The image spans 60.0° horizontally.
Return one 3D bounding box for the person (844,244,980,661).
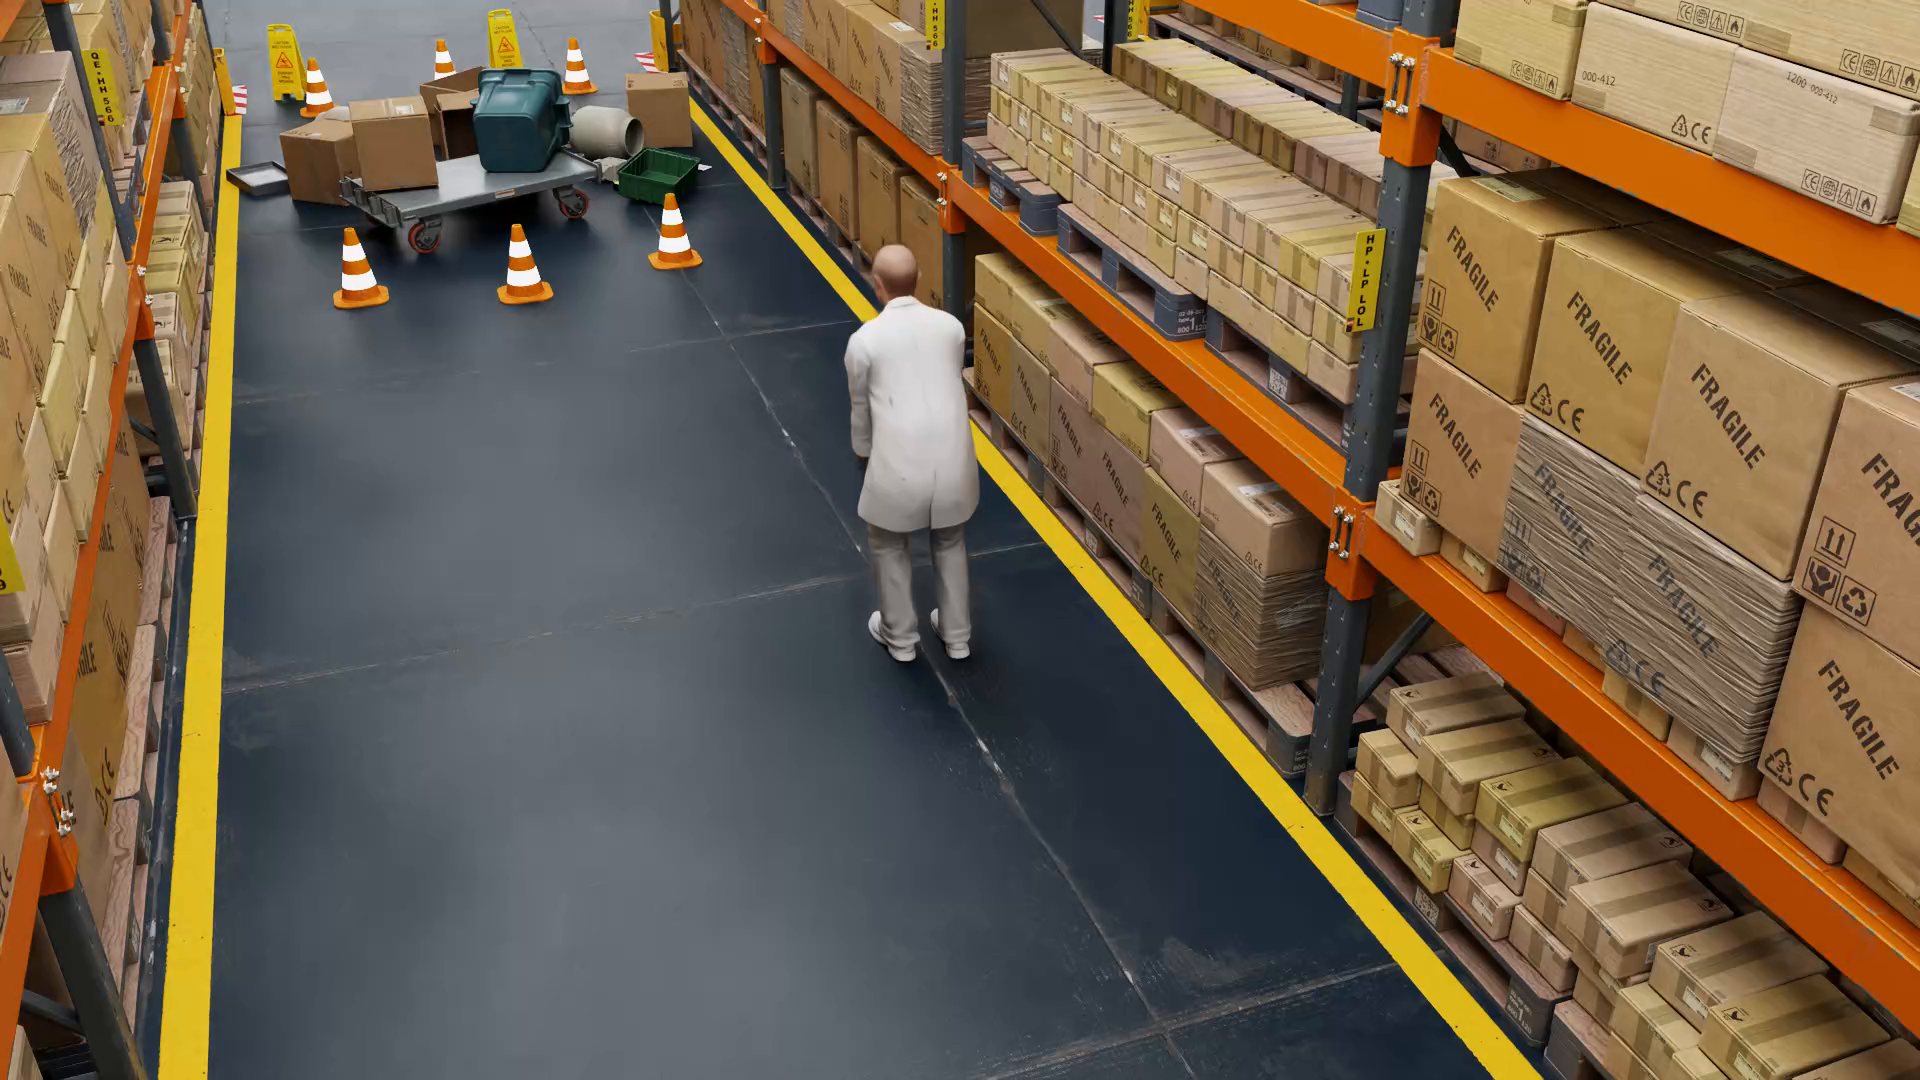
[{"bbox_3d":[-0.197,-0.293,6.826,0.529,1.624,0.598,-11,31,-18],"label":"person"}]
